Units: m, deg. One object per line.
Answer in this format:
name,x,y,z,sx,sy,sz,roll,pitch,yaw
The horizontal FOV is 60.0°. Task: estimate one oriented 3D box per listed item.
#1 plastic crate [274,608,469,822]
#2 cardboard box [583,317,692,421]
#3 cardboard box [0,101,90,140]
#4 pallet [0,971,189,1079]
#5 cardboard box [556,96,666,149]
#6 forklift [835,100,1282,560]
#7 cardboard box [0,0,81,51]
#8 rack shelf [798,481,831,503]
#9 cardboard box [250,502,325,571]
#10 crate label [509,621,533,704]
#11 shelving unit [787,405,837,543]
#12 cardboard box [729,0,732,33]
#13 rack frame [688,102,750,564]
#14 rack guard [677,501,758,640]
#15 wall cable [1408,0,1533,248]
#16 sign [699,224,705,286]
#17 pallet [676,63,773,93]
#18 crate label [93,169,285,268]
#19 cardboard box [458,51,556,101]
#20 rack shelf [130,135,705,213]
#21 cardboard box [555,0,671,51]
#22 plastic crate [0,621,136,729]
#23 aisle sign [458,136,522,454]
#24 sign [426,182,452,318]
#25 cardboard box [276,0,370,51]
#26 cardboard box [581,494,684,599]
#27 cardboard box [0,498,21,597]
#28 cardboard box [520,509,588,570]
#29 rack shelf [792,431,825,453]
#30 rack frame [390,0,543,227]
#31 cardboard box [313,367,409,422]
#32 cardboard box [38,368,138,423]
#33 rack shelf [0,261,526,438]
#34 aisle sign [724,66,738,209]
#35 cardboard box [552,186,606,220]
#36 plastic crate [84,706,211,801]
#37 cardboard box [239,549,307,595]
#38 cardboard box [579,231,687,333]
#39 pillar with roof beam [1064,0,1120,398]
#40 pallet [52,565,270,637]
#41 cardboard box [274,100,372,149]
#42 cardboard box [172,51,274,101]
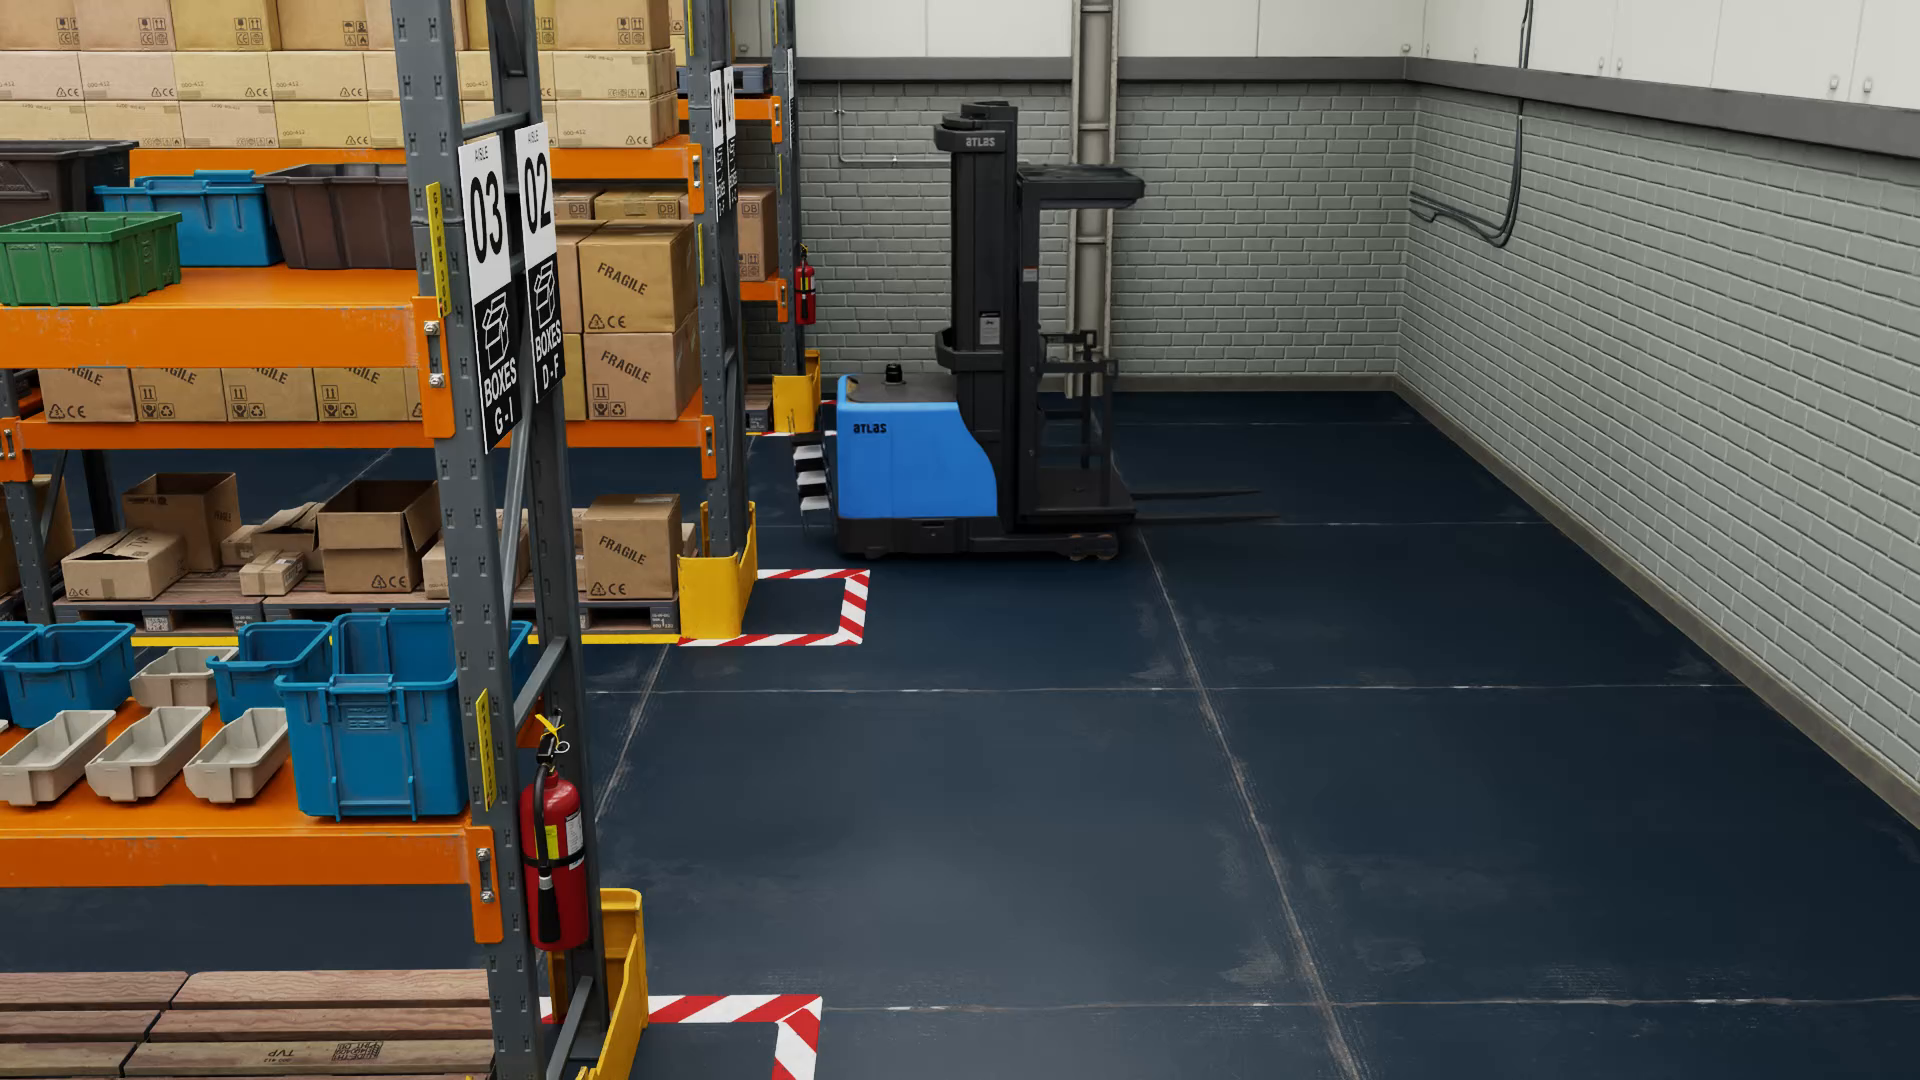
plastic crate,-1.657,0.501,4.920,0.499,0.435,0.616,0,18,-1
cardboard box,-1.843,-0.988,9.552,0.500,0.500,0.500,0,18,1
cardboard box,-4.909,-2.290,9.110,0.500,0.250,0.500,0,18,-1
pallet,-3.368,1.812,5.552,1.213,0.211,1.003,0,18,-1
cardboard box,-1.909,-2.299,9.139,0.500,0.250,0.500,0,18,-1
forklift,0.667,-1.423,11.186,3.031,2.935,1.130,-1,18,-3
cardboard box,-4.914,-2.972,9.191,0.500,0.500,0.700,0,18,-1
rack shelf,-0.999,-0.335,11.492,0.200,0.077,0.258,-5,18,3
cardboard box,-4.084,-0.028,10.407,0.500,0.311,0.500,0,18,-1
crate label,-1.578,0.439,5.444,0.303,0.233,0.416,0,18,-1
shelving unit,-1.012,-0.452,11.454,0.210,0.900,0.258,-5,18,3
cardboard box,-2.216,-4.570,14.139,0.500,0.500,0.500,-1,18,-3
rack frame,-1.400,-1.025,9.834,0.127,3.000,1.000,0,18,-1
rack guard,-1.476,0.165,10.214,0.348,0.500,1.175,0,18,-1
wall cable,4.179,-3.835,13.852,0.112,2.526,3.097,0,18,-1
sign,-1.411,-1.558,9.080,0.005,0.325,0.100,0,18,-1
pallet,-2.223,-3.918,14.084,1.213,0.211,1.003,0,18,-1
crate label,-2.253,-0.964,4.976,0.502,0.251,0.408,0,18,-1
cardboard box,-2.410,-2.538,9.064,0.500,0.250,0.500,0,18,-1
rack shelf,-3.400,-2.102,9.455,4.000,0.370,1.077,0,18,-1
cardboard box,-1.913,-2.970,9.184,0.500,0.500,0.700,0,18,-1
plastic crate,-2.894,0.446,5.424,0.300,0.233,0.416,0,18,-1
aisle sign,-1.249,-0.661,4.442,0.004,0.787,0.394,0,18,-1
sign,-1.301,-0.723,4.152,0.005,0.325,0.100,0,18,-1
cardboard box,-3.414,-2.984,9.229,0.500,0.500,0.700,0,18,-1
cardboard box,-1.940,0.033,9.905,0.500,0.500,0.500,0,18,-1
cardboard box,-5.888,0.065,9.808,0.500,0.500,0.500,0,18,-1
cardboard box,-2.448,-0.007,10.441,0.500,0.250,0.500,0,18,-1
rack shelf,-1.036,-0.676,11.383,0.200,0.077,0.258,-5,18,3
rack frame,-1.325,-2.369,4.201,0.127,3.000,1.000,0,18,-1
cardboard box,-3.365,-0.981,9.531,0.500,0.500,0.500,-1,18,-2
cardboard box,-4.886,-0.973,9.506,0.500,0.500,0.500,0,18,1
rack shelf,-3.325,-0.589,4.739,4.000,0.370,1.077,0,18,-1
aisle sign,-1.336,-2.353,9.717,0.004,0.787,0.394,0,18,-1
cardboard box,-3.481,-2.668,14.462,0.700,0.700,0.980,-1,18,-4
plastic crate,-2.428,0.641,4.973,0.243,0.136,0.396,0,18,-1
cardboard box,-4.112,0.190,9.962,0.250,0.166,0.380,0,18,-1
cardboard box,-1.841,-1.463,9.397,0.500,0.500,0.500,0,18,-1
pillar with roof beam,1.272,-4.357,10.399,0.400,9.000,9.100,0,18,-1
pallet,-4.713,0.319,10.209,1.213,0.211,1.003,0,18,-1
cardboard box,-3.409,-2.296,9.130,0.500,0.250,0.500,0,18,-1
cardboard box,-3.909,-2.529,9.038,0.500,0.250,0.500,0,18,-1
